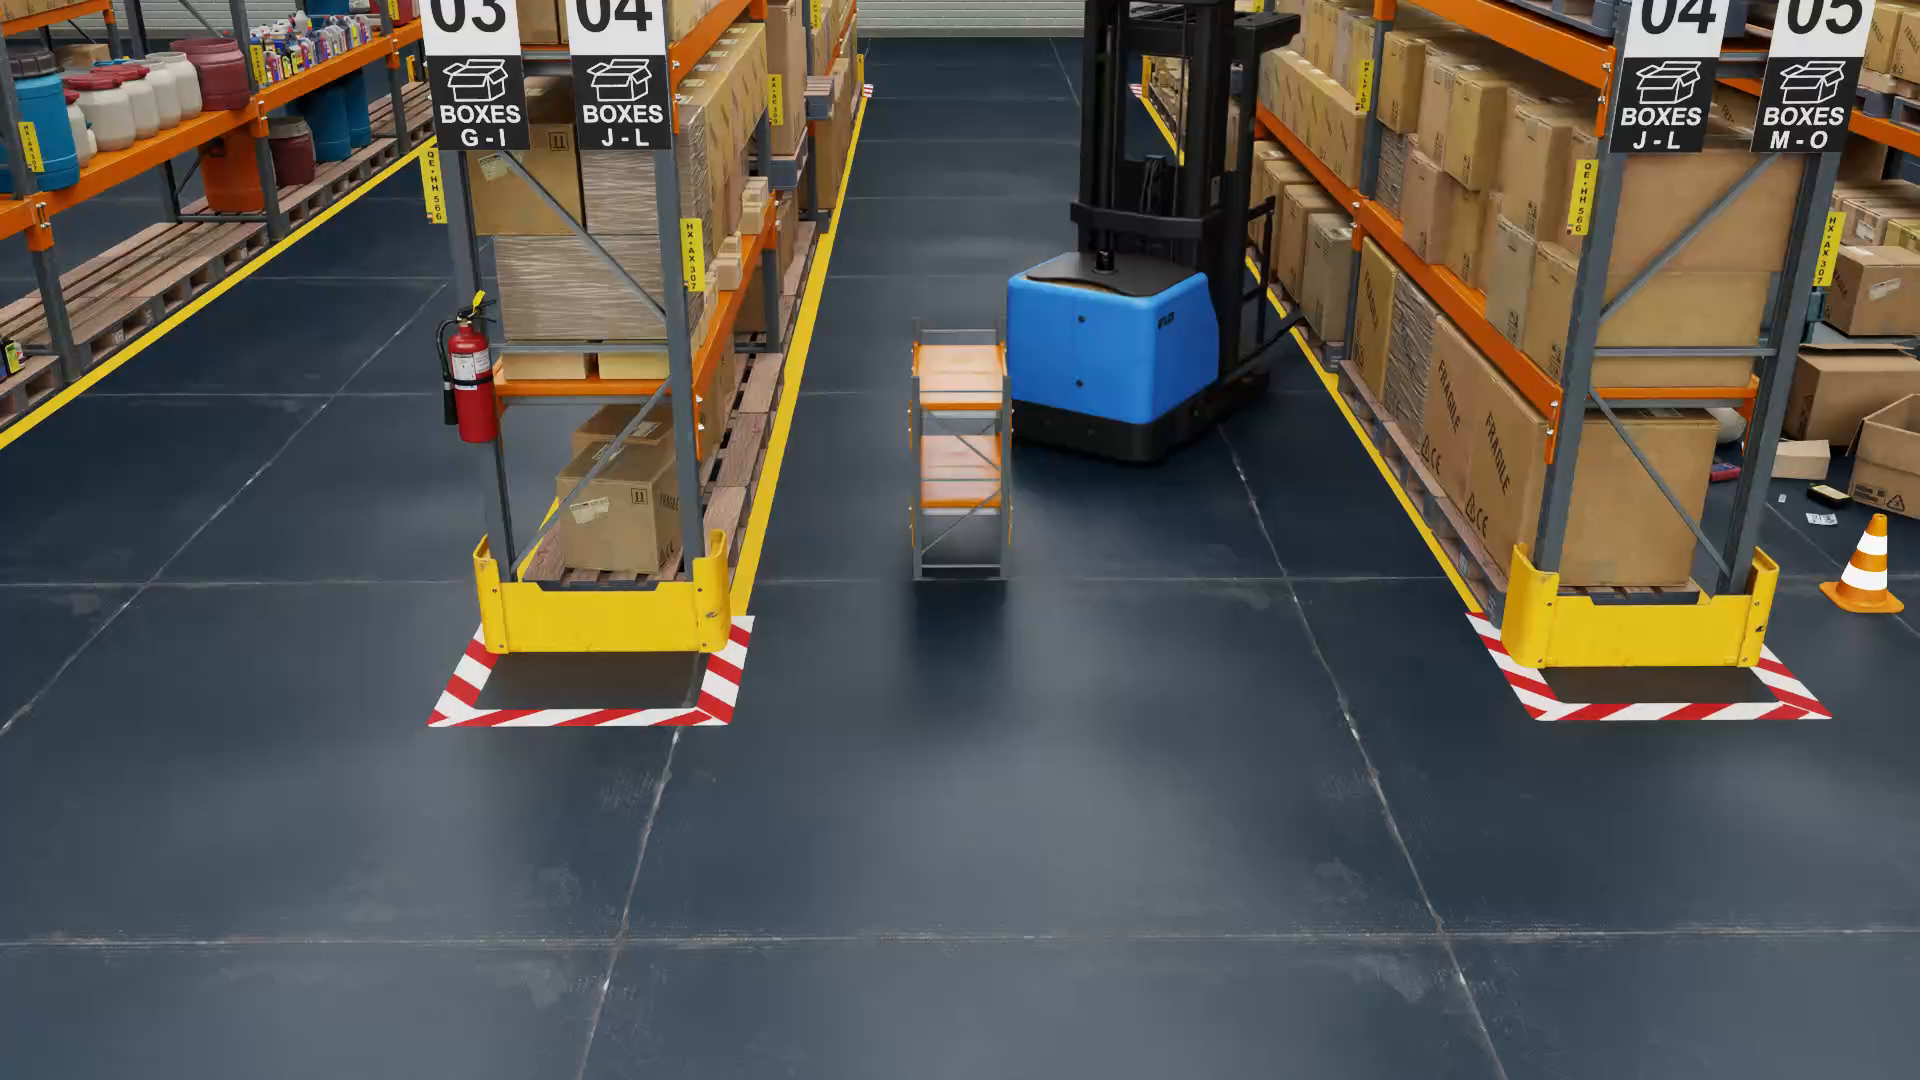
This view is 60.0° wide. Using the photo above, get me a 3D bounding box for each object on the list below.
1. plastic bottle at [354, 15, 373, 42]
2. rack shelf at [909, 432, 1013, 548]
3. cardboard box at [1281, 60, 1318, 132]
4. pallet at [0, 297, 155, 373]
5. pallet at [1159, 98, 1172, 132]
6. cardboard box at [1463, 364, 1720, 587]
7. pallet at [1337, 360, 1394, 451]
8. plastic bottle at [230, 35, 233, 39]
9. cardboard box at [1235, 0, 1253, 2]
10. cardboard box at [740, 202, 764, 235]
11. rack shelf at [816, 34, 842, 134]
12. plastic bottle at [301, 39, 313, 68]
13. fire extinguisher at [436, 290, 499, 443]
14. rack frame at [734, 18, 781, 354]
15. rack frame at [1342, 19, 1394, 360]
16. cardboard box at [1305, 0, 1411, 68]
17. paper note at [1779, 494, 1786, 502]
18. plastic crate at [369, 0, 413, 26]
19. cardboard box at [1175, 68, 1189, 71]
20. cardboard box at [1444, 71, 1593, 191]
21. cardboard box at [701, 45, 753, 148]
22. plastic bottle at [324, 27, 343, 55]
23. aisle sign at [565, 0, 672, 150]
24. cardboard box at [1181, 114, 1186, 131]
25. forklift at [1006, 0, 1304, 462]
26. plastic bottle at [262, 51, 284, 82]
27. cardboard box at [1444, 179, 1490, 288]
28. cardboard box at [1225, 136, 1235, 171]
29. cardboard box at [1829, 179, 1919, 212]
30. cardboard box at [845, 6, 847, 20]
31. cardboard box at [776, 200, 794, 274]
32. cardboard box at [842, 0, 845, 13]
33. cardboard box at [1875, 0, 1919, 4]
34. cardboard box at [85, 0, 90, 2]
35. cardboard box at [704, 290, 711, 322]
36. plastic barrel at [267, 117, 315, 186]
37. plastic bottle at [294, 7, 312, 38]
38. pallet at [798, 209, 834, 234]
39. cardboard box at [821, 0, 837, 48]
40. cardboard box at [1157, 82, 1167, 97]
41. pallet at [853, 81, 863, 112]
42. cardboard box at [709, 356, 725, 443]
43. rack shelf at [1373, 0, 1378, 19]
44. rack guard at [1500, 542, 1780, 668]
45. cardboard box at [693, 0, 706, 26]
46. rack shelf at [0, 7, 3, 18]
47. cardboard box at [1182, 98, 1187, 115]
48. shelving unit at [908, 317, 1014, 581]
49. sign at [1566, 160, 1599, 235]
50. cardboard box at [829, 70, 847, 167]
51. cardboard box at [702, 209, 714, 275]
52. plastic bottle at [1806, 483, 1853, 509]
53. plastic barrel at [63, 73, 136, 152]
[{"bbox_3d":[-6.480,-5.565,18.066,0.152,0.276,0.135,0,24,-1],"label":"plastic bottle"},{"bbox_3d":[0.000,-0.293,9.125,0.538,0.278,1.000,0,24,-1],"label":"rack shelf"},{"bbox_3d":[2.898,-3.579,13.403,0.500,0.500,0.500,0,24,-1],"label":"cardboard box"},{"bbox_3d":[-6.768,-1.539,12.397,1.003,0.211,1.213,0,24,-1],"label":"pallet"},{"bbox_3d":[3.047,-5.296,20.703,1.003,0.211,1.213,0,24,-1],"label":"pallet"},{"bbox_3d":[3.163,-0.343,8.438,0.875,0.875,0.875,0,24,0],"label":"cardboard box"},{"bbox_3d":[3.123,-0.905,10.995,1.003,0.211,1.213,0,24,-1],"label":"pallet"},{"bbox_3d":[-7.211,-4.848,16.471,0.061,0.283,0.133,0,24,-1],"label":"plastic bottle"},{"bbox_3d":[2.679,-5.106,15.973,0.380,0.149,0.250,0,24,-1],"label":"cardboard box"},{"bbox_3d":[-1.422,-1.998,10.332,0.380,0.149,0.250,0,24,-1],"label":"cardboard box"},{"bbox_3d":[-1.833,-4.653,16.771,1.077,0.370,4.000,0,24,-1],"label":"rack shelf"},{"bbox_3d":[-6.432,-4.779,16.334,0.097,0.271,0.097,0,24,0],"label":"plastic bottle"},{"bbox_3d":[-2.184,-0.776,7.419,0.296,0.674,0.183,0,24,-1],"label":"fire extinguisher"},{"bbox_3d":[-1.768,-2.508,11.156,1.000,3.000,0.127,0,24,-1],"label":"rack frame"},{"bbox_3d":[3.193,-2.489,11.114,1.000,3.000,0.127,0,24,-1],"label":"rack frame"},{"bbox_3d":[3.159,-4.034,13.194,0.700,0.500,0.500,-1,24,-1],"label":"cardboard box"},{"bbox_3d":[4.836,-0.245,9.779,0.032,0.001,0.123,13,27,27],"label":"paper note"},{"bbox_3d":[-6.567,-6.208,19.186,0.402,0.464,0.583,0,24,-1],"label":"plastic crate"},{"bbox_3d":[2.860,-5.735,20.517,0.380,0.149,0.250,0,24,0],"label":"cardboard box"},{"bbox_3d":[3.167,-2.230,9.048,0.875,0.550,0.500,0,24,-1],"label":"cardboard box"},{"bbox_3d":[-1.477,-2.549,9.550,0.500,0.500,0.500,0,24,-1],"label":"cardboard box"},{"bbox_3d":[-6.469,-5.151,17.151,0.152,0.276,0.135,0,24,-1],"label":"plastic bottle"},{"bbox_3d":[-1.424,-2.021,6.923,0.394,0.787,0.004,0,24,-1],"label":"aisle sign"},{"bbox_3d":[2.761,-4.838,19.257,0.380,0.149,0.250,0,24,0],"label":"cardboard box"},{"bbox_3d":[1.486,-2.372,10.938,1.130,2.935,3.031,15,28,29],"label":"forklift"},{"bbox_3d":[-6.451,-4.448,15.596,0.152,0.276,0.135,0,24,-1],"label":"plastic bottle"},{"bbox_3d":[3.232,-1.738,9.271,0.875,0.550,0.500,0,24,-1],"label":"cardboard box"},{"bbox_3d":[2.879,-3.674,16.257,0.500,0.500,0.500,1,24,2],"label":"cardboard box"},{"bbox_3d":[8.094,-2.962,14.839,0.950,0.372,0.625,-2,24,-4],"label":"cardboard box"},{"bbox_3d":[-1.540,-6.244,19.722,0.380,0.149,0.250,-1,24,-1],"label":"cardboard box"},{"bbox_3d":[-1.752,-2.480,13.593,0.700,0.500,0.500,2,24,4],"label":"cardboard box"},{"bbox_3d":[-1.599,-6.272,19.299,0.500,0.250,0.500,0,24,-1],"label":"cardboard box"},{"bbox_3d":[7.871,-4.387,14.318,0.500,0.500,0.500,-1,24,-2],"label":"cardboard box"},{"bbox_3d":[-11.528,-7.272,21.568,0.500,0.500,0.500,0,24,1],"label":"cardboard box"},{"bbox_3d":[-1.484,-1.173,8.509,0.380,0.149,0.250,0,24,-1],"label":"cardboard box"},{"bbox_3d":[-6.799,-3.894,16.636,0.600,0.588,0.708,0,24,-1],"label":"plastic barrel"},{"bbox_3d":[-7.128,-5.597,18.045,0.144,0.351,0.185,0,24,-1],"label":"plastic bottle"},{"bbox_3d":[-1.745,-3.211,16.094,1.003,0.211,1.213,0,24,-1],"label":"pallet"},{"bbox_3d":[-1.579,-5.455,17.550,0.500,0.500,0.500,0,24,1],"label":"cardboard box"},{"bbox_3d":[2.735,-5.793,21.369,0.380,0.149,0.250,0,24,0],"label":"cardboard box"},{"bbox_3d":[-1.812,-5.854,21.936,1.003,0.211,1.213,0,24,-1],"label":"pallet"},{"bbox_3d":[-1.704,-0.904,10.133,0.500,0.500,0.500,-2,24,-5],"label":"cardboard box"},{"bbox_3d":[3.171,-4.352,12.466,1.077,0.370,4.000,0,24,-1],"label":"rack shelf"},{"bbox_3d":[3.237,0.308,7.962,1.175,0.500,0.348,0,24,-1],"label":"rack guard"},{"bbox_3d":[-1.483,-2.571,7.836,0.500,0.250,0.500,-1,24,-2],"label":"cardboard box"},{"bbox_3d":[-6.742,-4.349,12.459,1.077,0.370,4.000,0,24,-1],"label":"rack shelf"},{"bbox_3d":[2.769,-5.053,19.372,0.380,0.149,0.250,-1,24,-3],"label":"cardboard box"},{"bbox_3d":[0.000,-0.515,9.024,0.538,1.125,1.048,0,24,-1],"label":"shelving unit"},{"bbox_3d":[2.694,-1.480,7.189,0.100,0.325,0.005,0,24,-1],"label":"sign"},{"bbox_3d":[-1.818,-4.396,17.399,1.225,0.875,0.875,-1,24,-2],"label":"cardboard box"},{"bbox_3d":[-1.791,-1.680,8.842,0.875,0.500,0.500,0,24,-1],"label":"cardboard box"},{"bbox_3d":[5.078,-0.266,9.764,0.133,0.061,0.283,-9,26,-19],"label":"plastic bottle"},{"bbox_3d":[-6.520,-3.246,12.621,0.433,0.535,0.433,0,24,0],"label":"plastic barrel"}]
